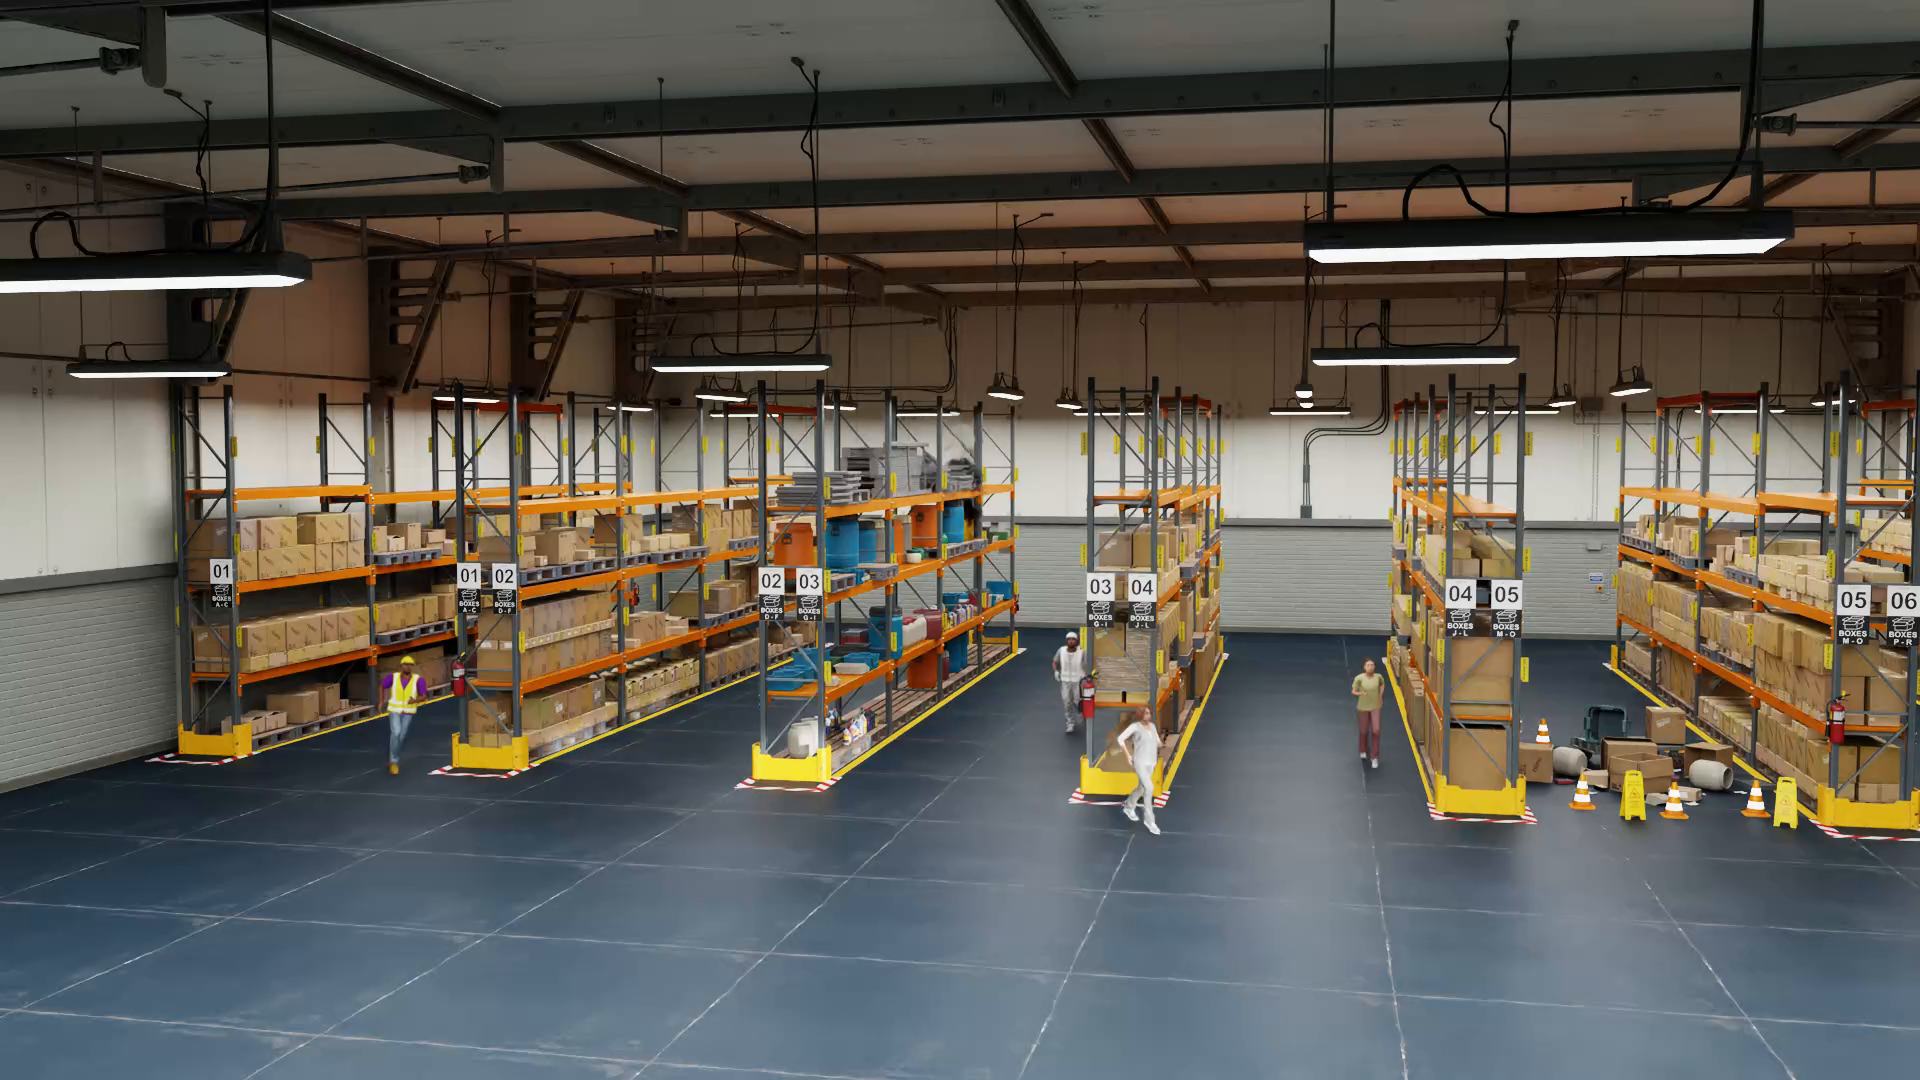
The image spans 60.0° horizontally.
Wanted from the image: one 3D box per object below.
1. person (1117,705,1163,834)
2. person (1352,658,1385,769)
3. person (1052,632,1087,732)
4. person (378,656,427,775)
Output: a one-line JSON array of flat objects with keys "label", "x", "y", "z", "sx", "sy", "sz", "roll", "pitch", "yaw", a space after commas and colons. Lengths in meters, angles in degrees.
[{"label": "person", "x": 2.385, "y": 3.018, "z": 21.793, "sx": 0.514, "sy": 1.537, "sz": 0.758, "roll": -3, "pitch": 4, "yaw": -41}, {"label": "person", "x": 6.434, "y": 2.698, "z": 26.210, "sx": 0.524, "sy": 1.713, "sz": 0.804, "roll": 1, "pitch": 3, "yaw": 10}, {"label": "person", "x": 1.963, "y": 2.485, "z": 29.329, "sx": 0.694, "sy": 1.747, "sz": 0.651, "roll": 1, "pitch": 3, "yaw": 12}, {"label": "person", "x": -8.598, "y": 2.679, "z": 25.697, "sx": 0.715, "sy": 1.759, "sz": 0.815, "roll": -2, "pitch": 4, "yaw": -26}]
